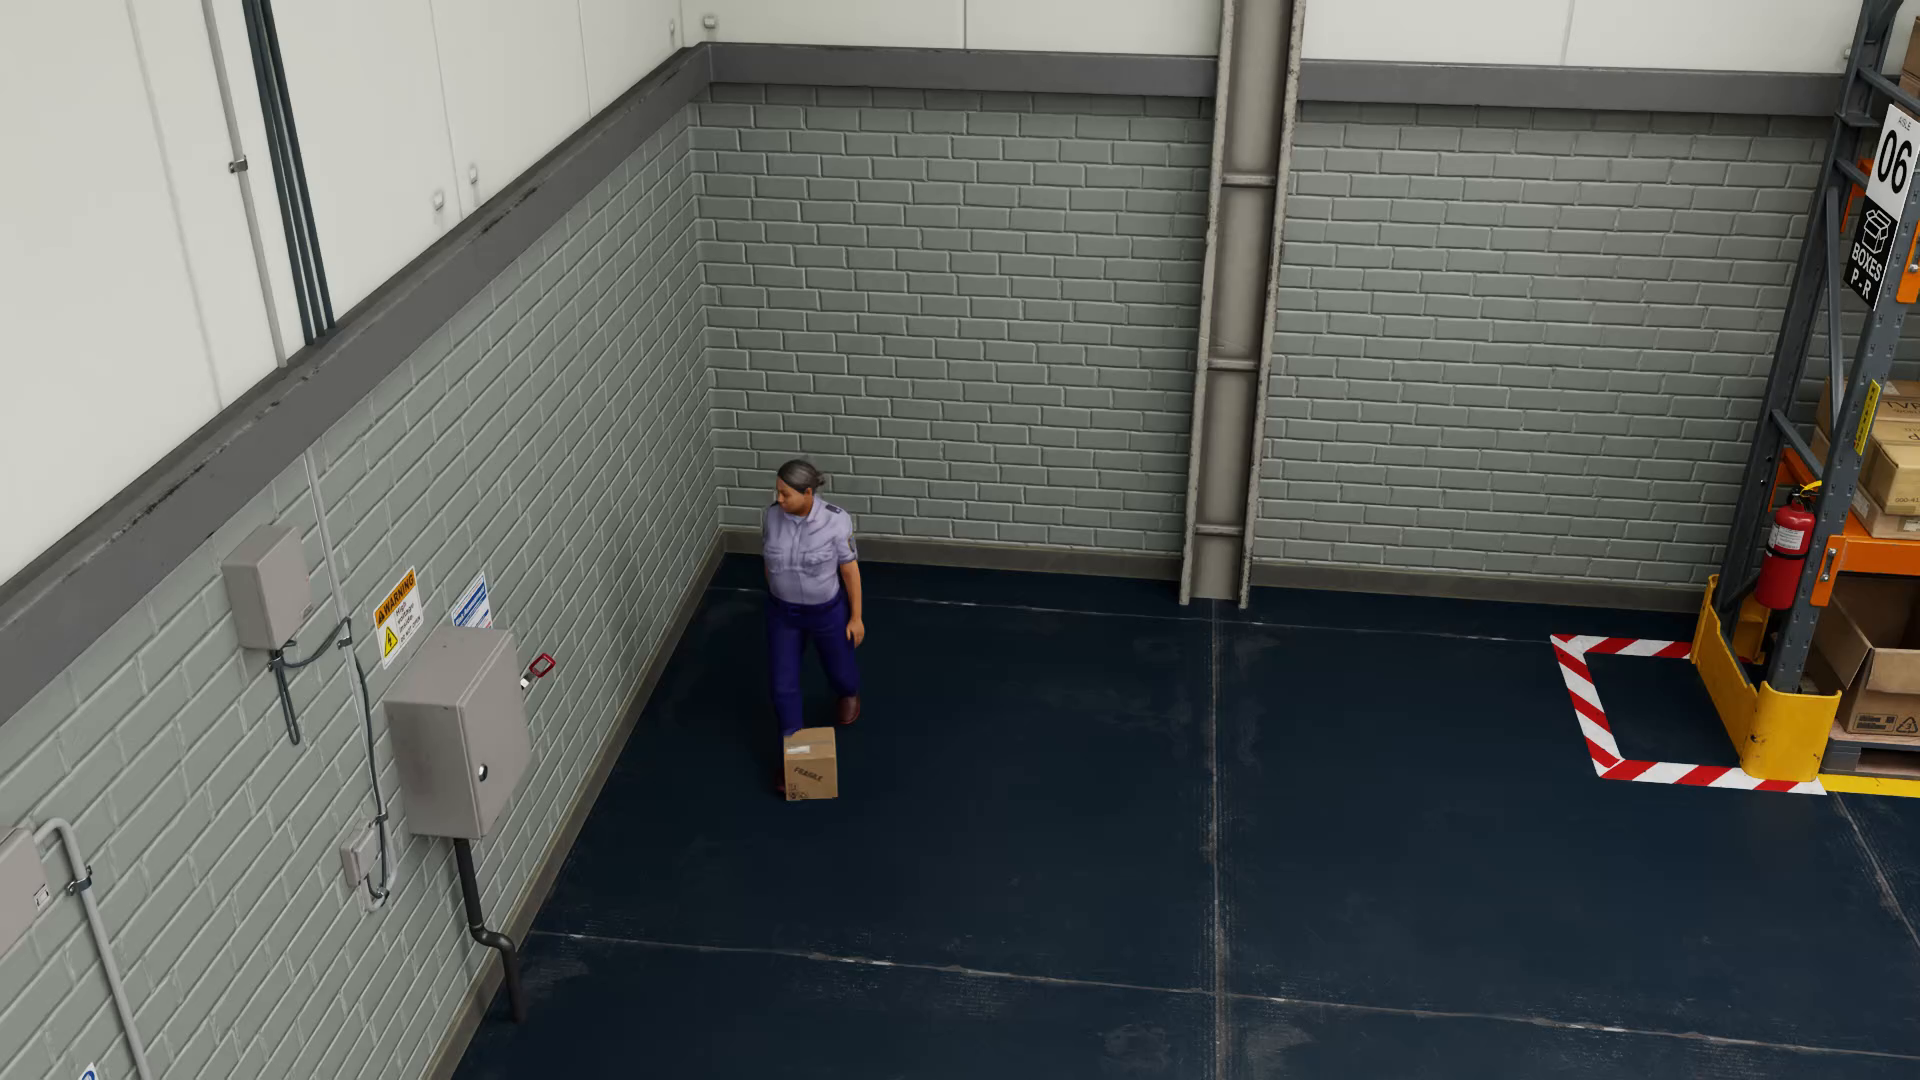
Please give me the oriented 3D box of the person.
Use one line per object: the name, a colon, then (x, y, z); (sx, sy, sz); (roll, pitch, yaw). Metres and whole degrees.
person: (-0.702, 0.344, 8.007); (0.507, 1.606, 0.815); (5, 29, 9)
